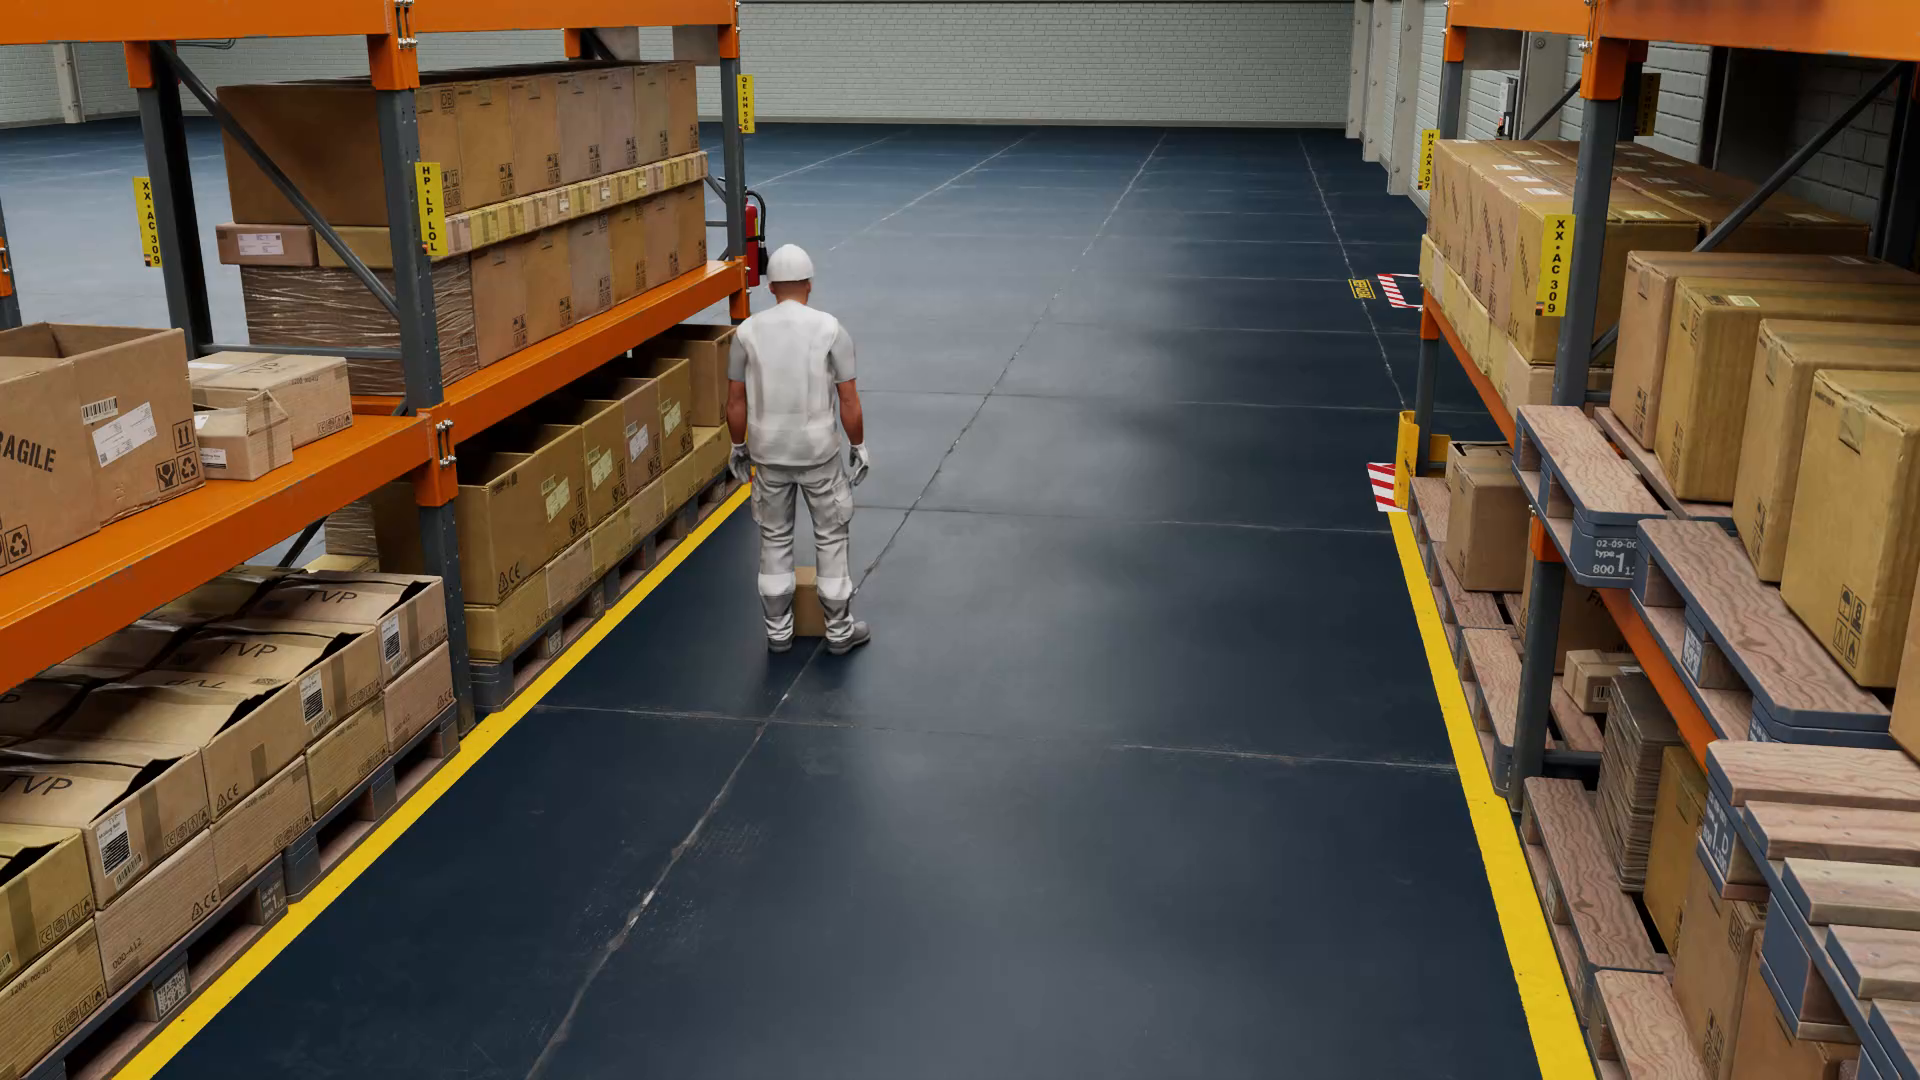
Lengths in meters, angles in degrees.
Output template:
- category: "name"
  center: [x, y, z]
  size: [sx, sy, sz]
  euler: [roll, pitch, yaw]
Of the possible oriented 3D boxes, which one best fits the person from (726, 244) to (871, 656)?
- category: "person"
  center: [-0.703, -0.378, 7.208]
  size: [0.623, 1.780, 0.446]
  euler: [2, 18, 6]
